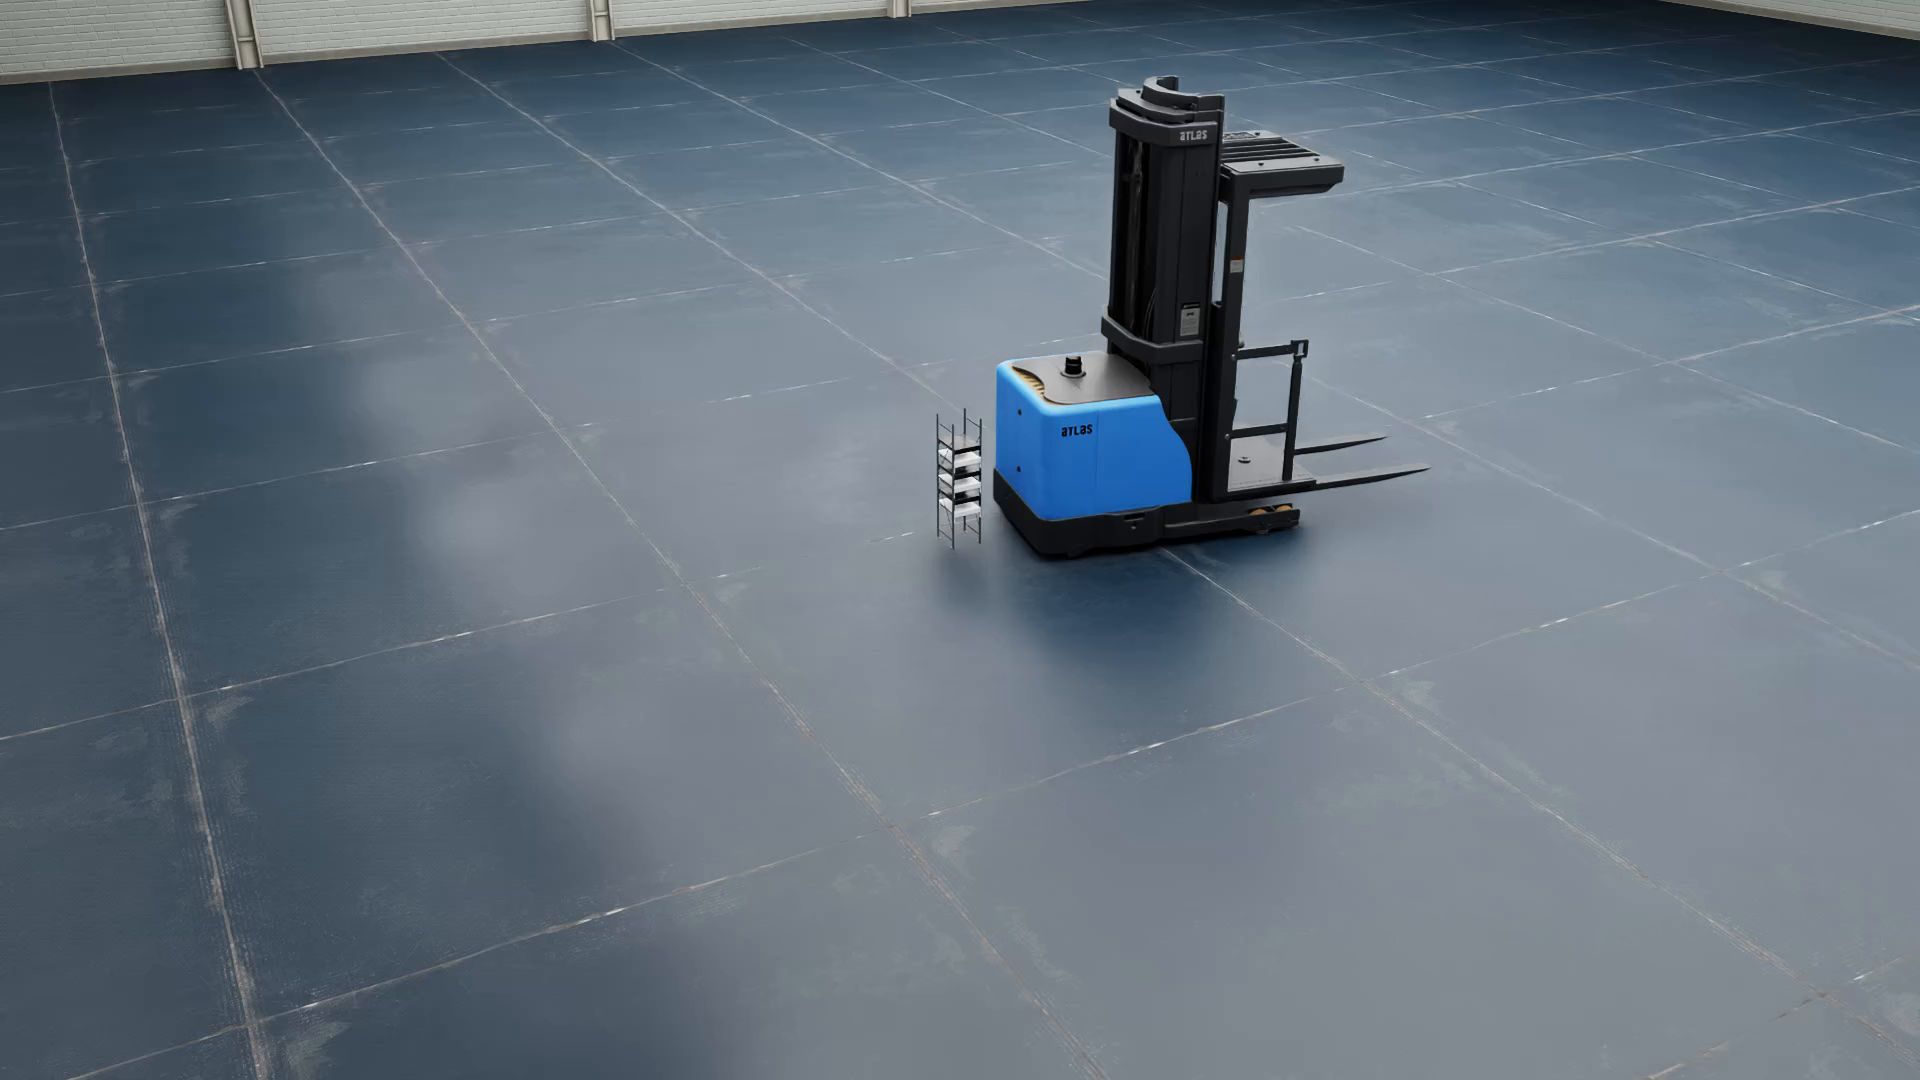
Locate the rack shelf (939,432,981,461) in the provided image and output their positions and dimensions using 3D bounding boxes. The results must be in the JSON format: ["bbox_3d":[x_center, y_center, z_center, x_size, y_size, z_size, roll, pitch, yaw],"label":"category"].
[{"bbox_3d":[-0.007,-0.617,10.949,0.200,0.077,0.258,-13,29,-25],"label":"rack shelf"}]

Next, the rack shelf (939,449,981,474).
[{"bbox_3d":[-0.007,-0.536,10.988,0.200,0.077,0.258,-13,29,-25],"label":"rack shelf"}]

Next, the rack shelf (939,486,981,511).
[{"bbox_3d":[-0.007,-0.293,11.105,0.200,0.077,0.258,-13,29,-25],"label":"rack shelf"}]

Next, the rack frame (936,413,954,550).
[{"bbox_3d":[-0.097,-0.383,11.009,0.006,0.900,0.240,-13,29,-25],"label":"rack frame"}]

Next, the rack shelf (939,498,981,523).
[{"bbox_3d":[-0.007,-0.212,11.144,0.200,0.077,0.258,-13,29,-25],"label":"rack shelf"}]

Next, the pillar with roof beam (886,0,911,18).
[{"bbox_3d":[0.824,-12.714,27.334,0.400,9.000,9.100,-13,29,-25],"label":"pillar with roof beam"}]

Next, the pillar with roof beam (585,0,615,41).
[{"bbox_3d":[-4.470,-11.492,24.789,0.400,9.000,9.100,-13,29,-25],"label":"pillar with roof beam"}]

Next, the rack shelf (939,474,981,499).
[{"bbox_3d":[-0.007,-0.374,11.066,0.200,0.077,0.258,-13,29,-25],"label":"rack shelf"}]

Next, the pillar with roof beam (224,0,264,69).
[{"bbox_3d":[-9.764,-10.270,22.244,0.400,9.000,9.100,-13,29,-25],"label":"pillar with roof beam"}]

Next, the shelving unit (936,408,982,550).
[{"bbox_3d":[-0.007,-0.404,11.052,0.210,0.900,0.258,-13,29,-25],"label":"shelving unit"}]

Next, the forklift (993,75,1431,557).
[{"bbox_3d":[1.808,-1.570,11.134,3.031,2.935,1.130,-8,27,-16],"label":"forklift"}]

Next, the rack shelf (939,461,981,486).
[{"bbox_3d":[-0.007,-0.455,11.027,0.200,0.077,0.258,-13,29,-25],"label":"rack shelf"}]

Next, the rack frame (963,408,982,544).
[{"bbox_3d":[0.083,-0.425,11.095,0.006,0.900,0.240,-13,29,-25],"label":"rack frame"}]
